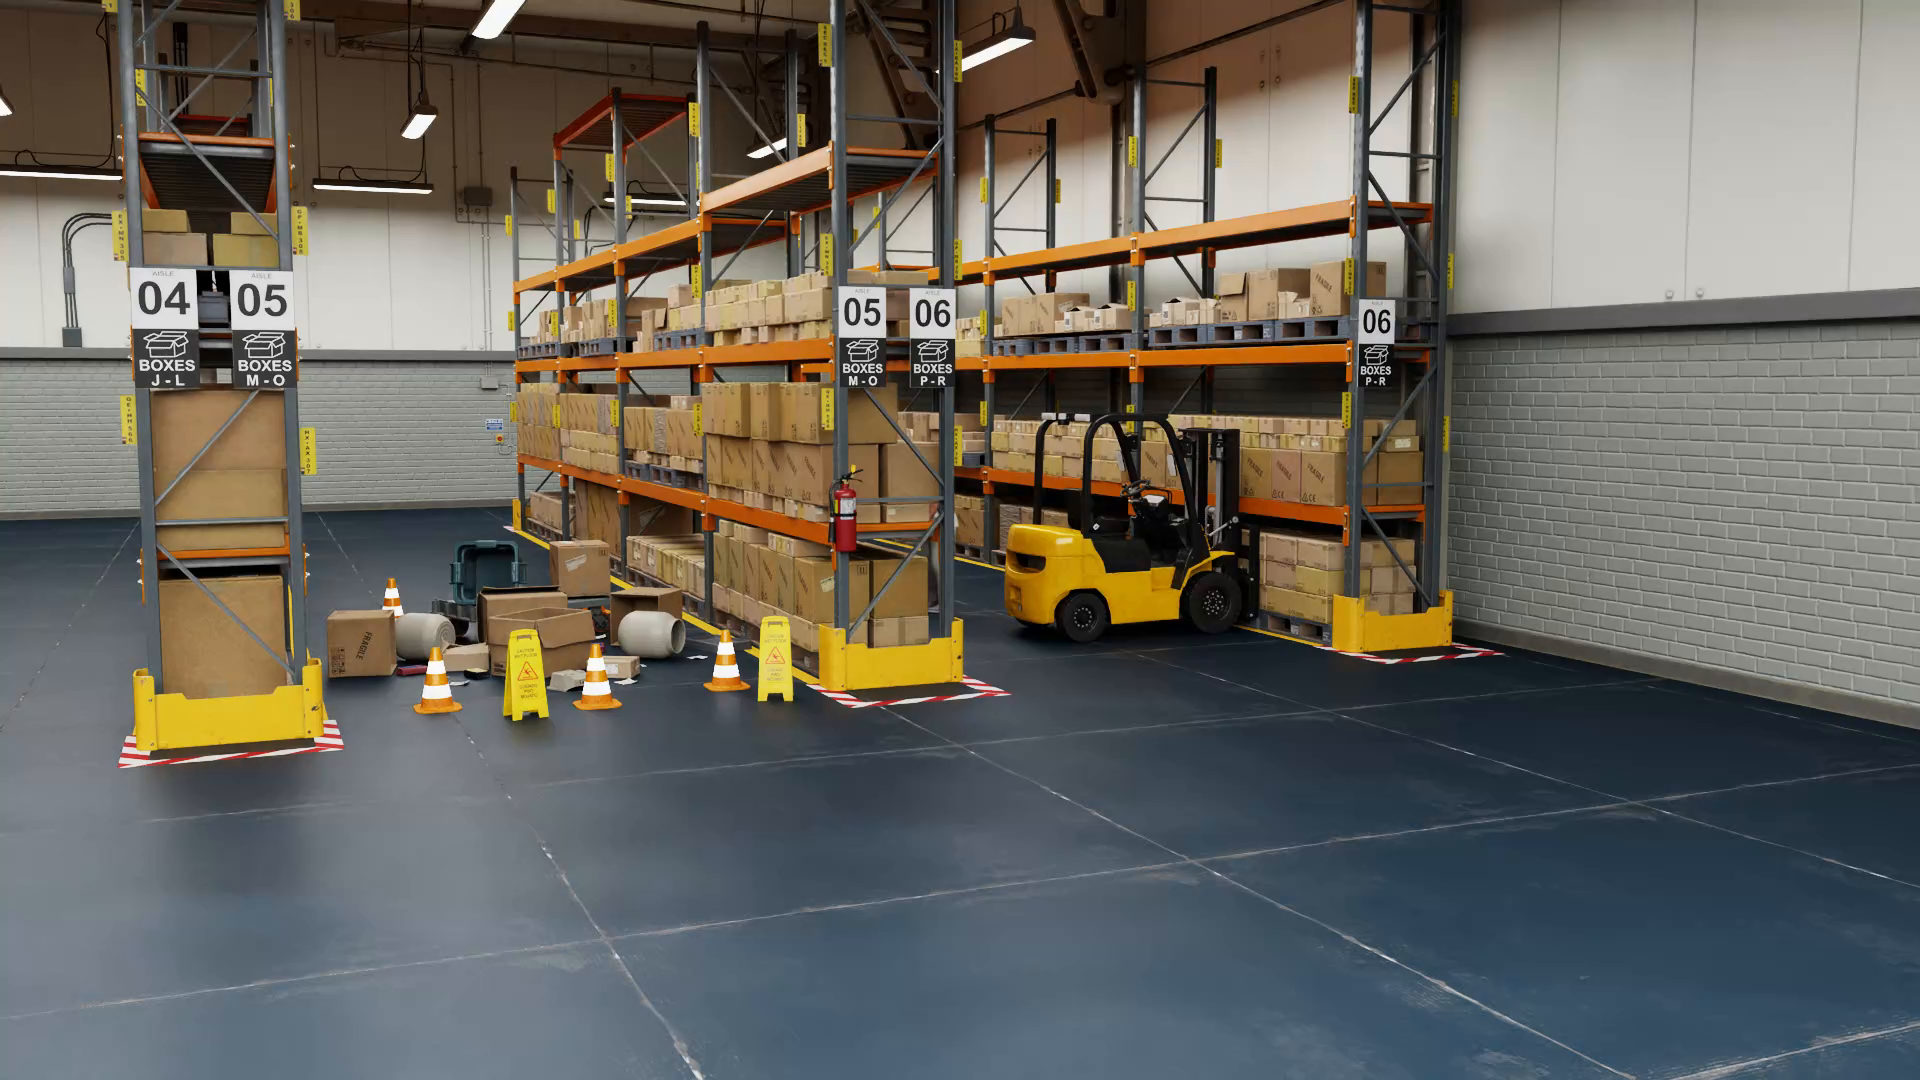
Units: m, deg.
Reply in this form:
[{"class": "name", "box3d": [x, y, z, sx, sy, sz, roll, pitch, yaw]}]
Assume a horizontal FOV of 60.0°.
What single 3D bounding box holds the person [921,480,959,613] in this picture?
[{"class": "person", "box3d": [-0.308, -0.109, 17.826, 0.568, 1.771, 0.490, -2, 6, -25]}]
